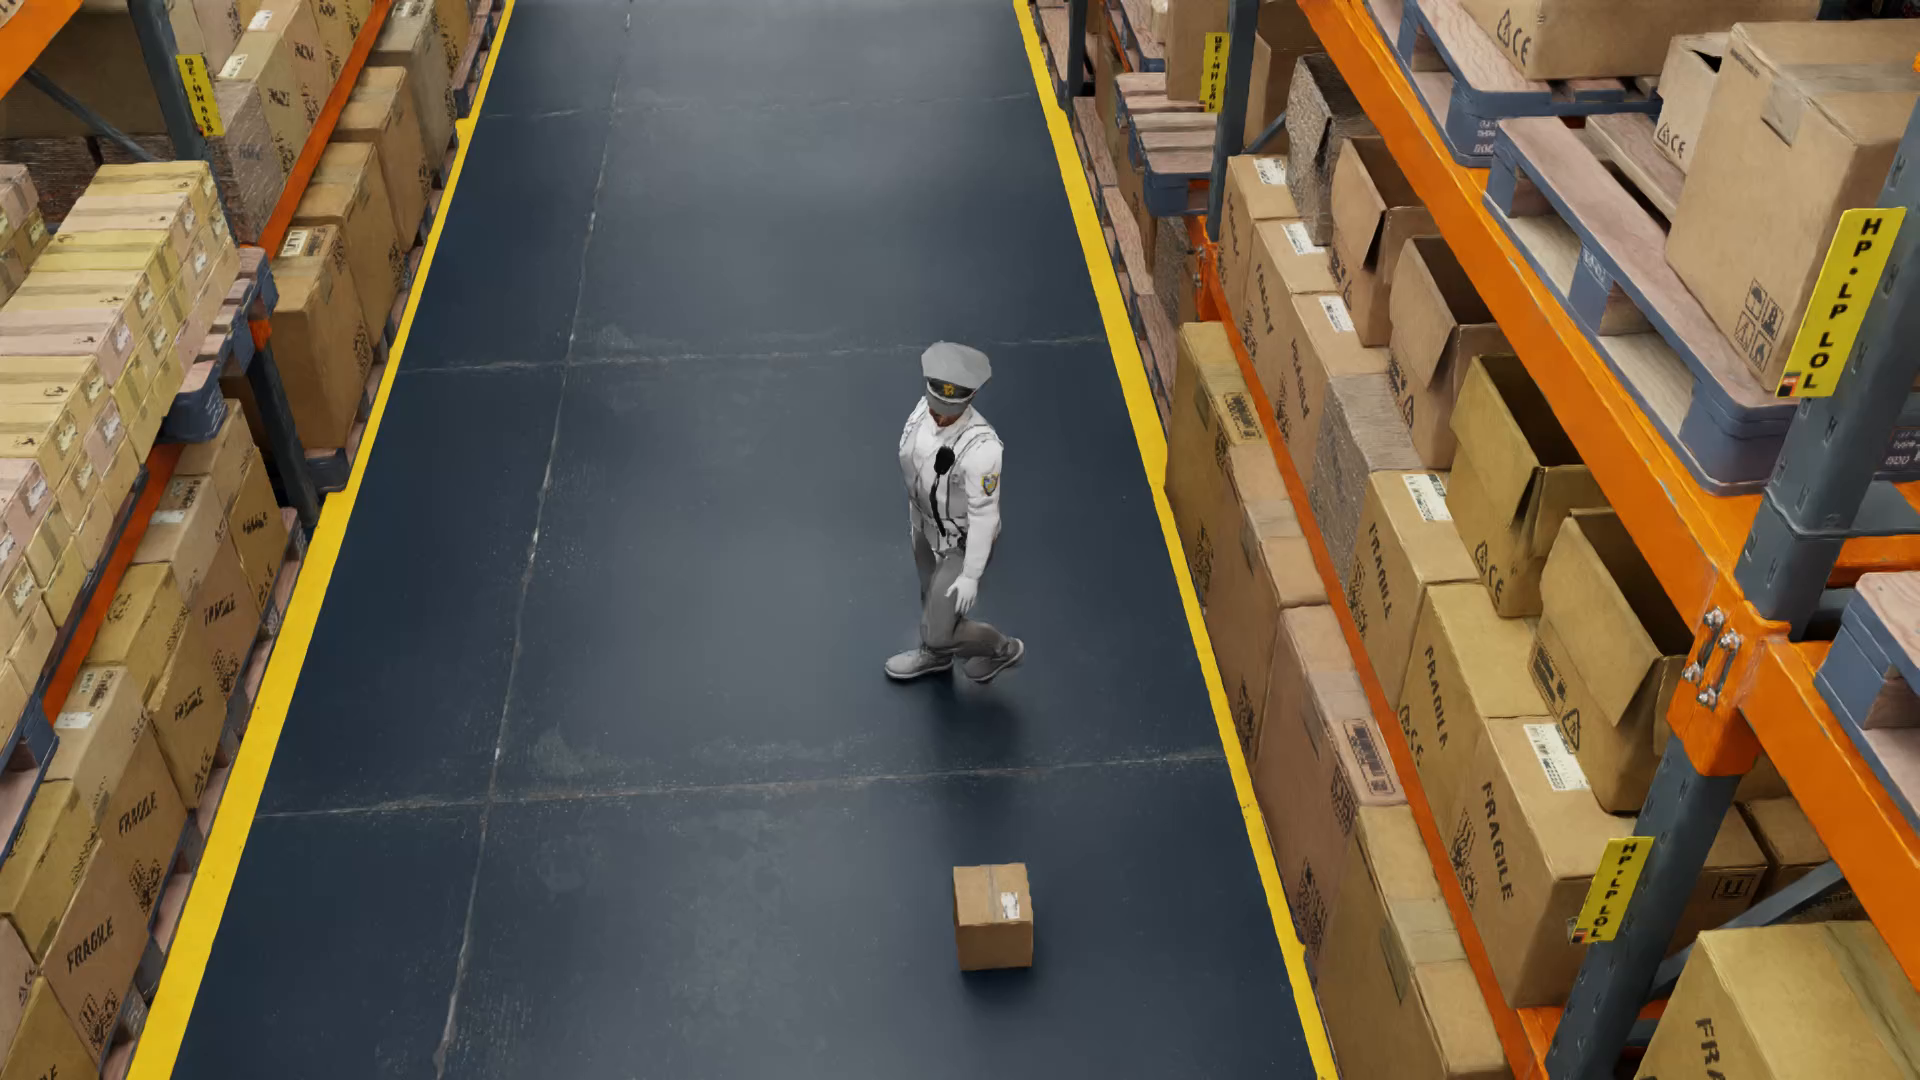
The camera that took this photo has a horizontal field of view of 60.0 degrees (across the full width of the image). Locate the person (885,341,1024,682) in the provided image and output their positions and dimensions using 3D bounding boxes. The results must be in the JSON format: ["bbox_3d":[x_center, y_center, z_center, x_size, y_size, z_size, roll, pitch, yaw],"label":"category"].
[{"bbox_3d":[-0.009,-0.027,6.168,0.438,1.647,0.552,-19,43,-22],"label":"person"}]
